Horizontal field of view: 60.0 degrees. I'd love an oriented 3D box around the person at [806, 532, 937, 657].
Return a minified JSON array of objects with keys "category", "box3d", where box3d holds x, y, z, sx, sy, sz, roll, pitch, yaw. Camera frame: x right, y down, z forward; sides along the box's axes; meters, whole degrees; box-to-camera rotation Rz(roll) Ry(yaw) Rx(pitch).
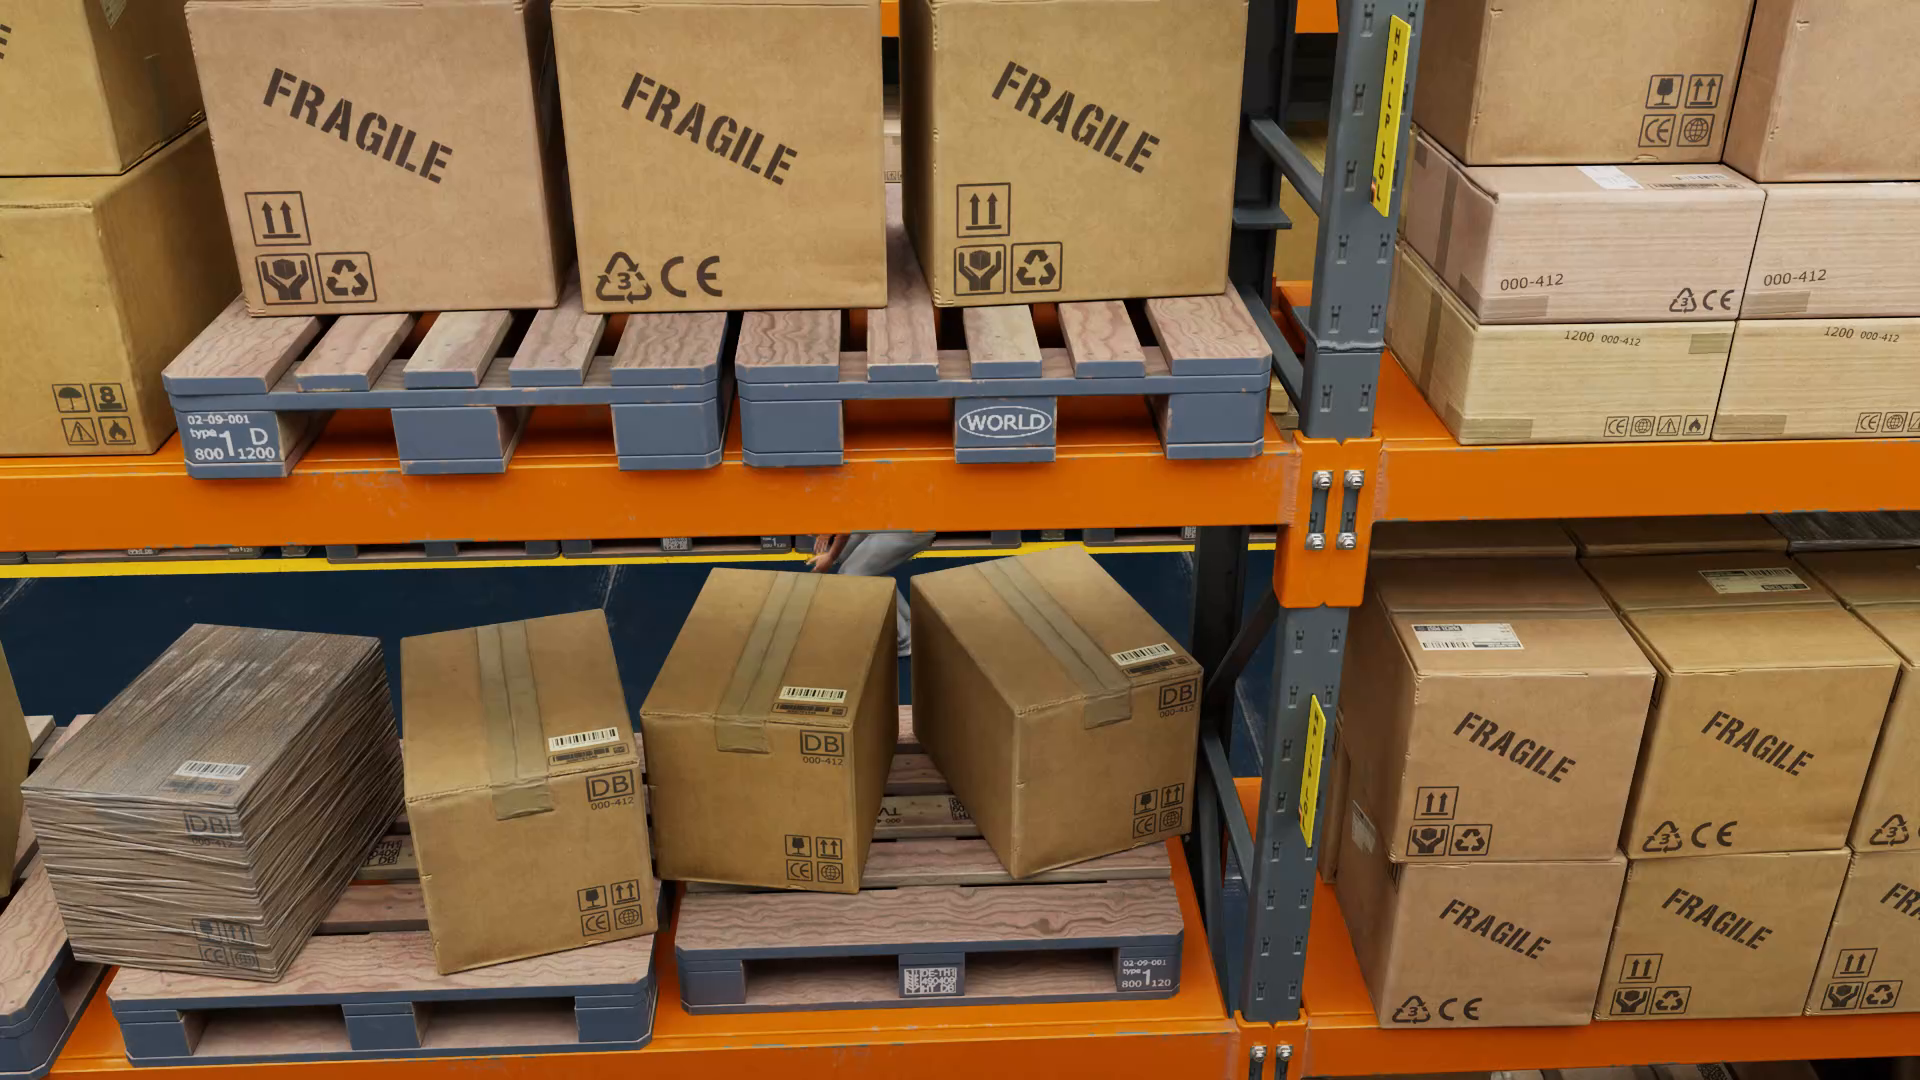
[{"category":"person","box3d":[-0.421,-0.064,7.648,0.683,1.304,0.493,-1,28,-2]}]
